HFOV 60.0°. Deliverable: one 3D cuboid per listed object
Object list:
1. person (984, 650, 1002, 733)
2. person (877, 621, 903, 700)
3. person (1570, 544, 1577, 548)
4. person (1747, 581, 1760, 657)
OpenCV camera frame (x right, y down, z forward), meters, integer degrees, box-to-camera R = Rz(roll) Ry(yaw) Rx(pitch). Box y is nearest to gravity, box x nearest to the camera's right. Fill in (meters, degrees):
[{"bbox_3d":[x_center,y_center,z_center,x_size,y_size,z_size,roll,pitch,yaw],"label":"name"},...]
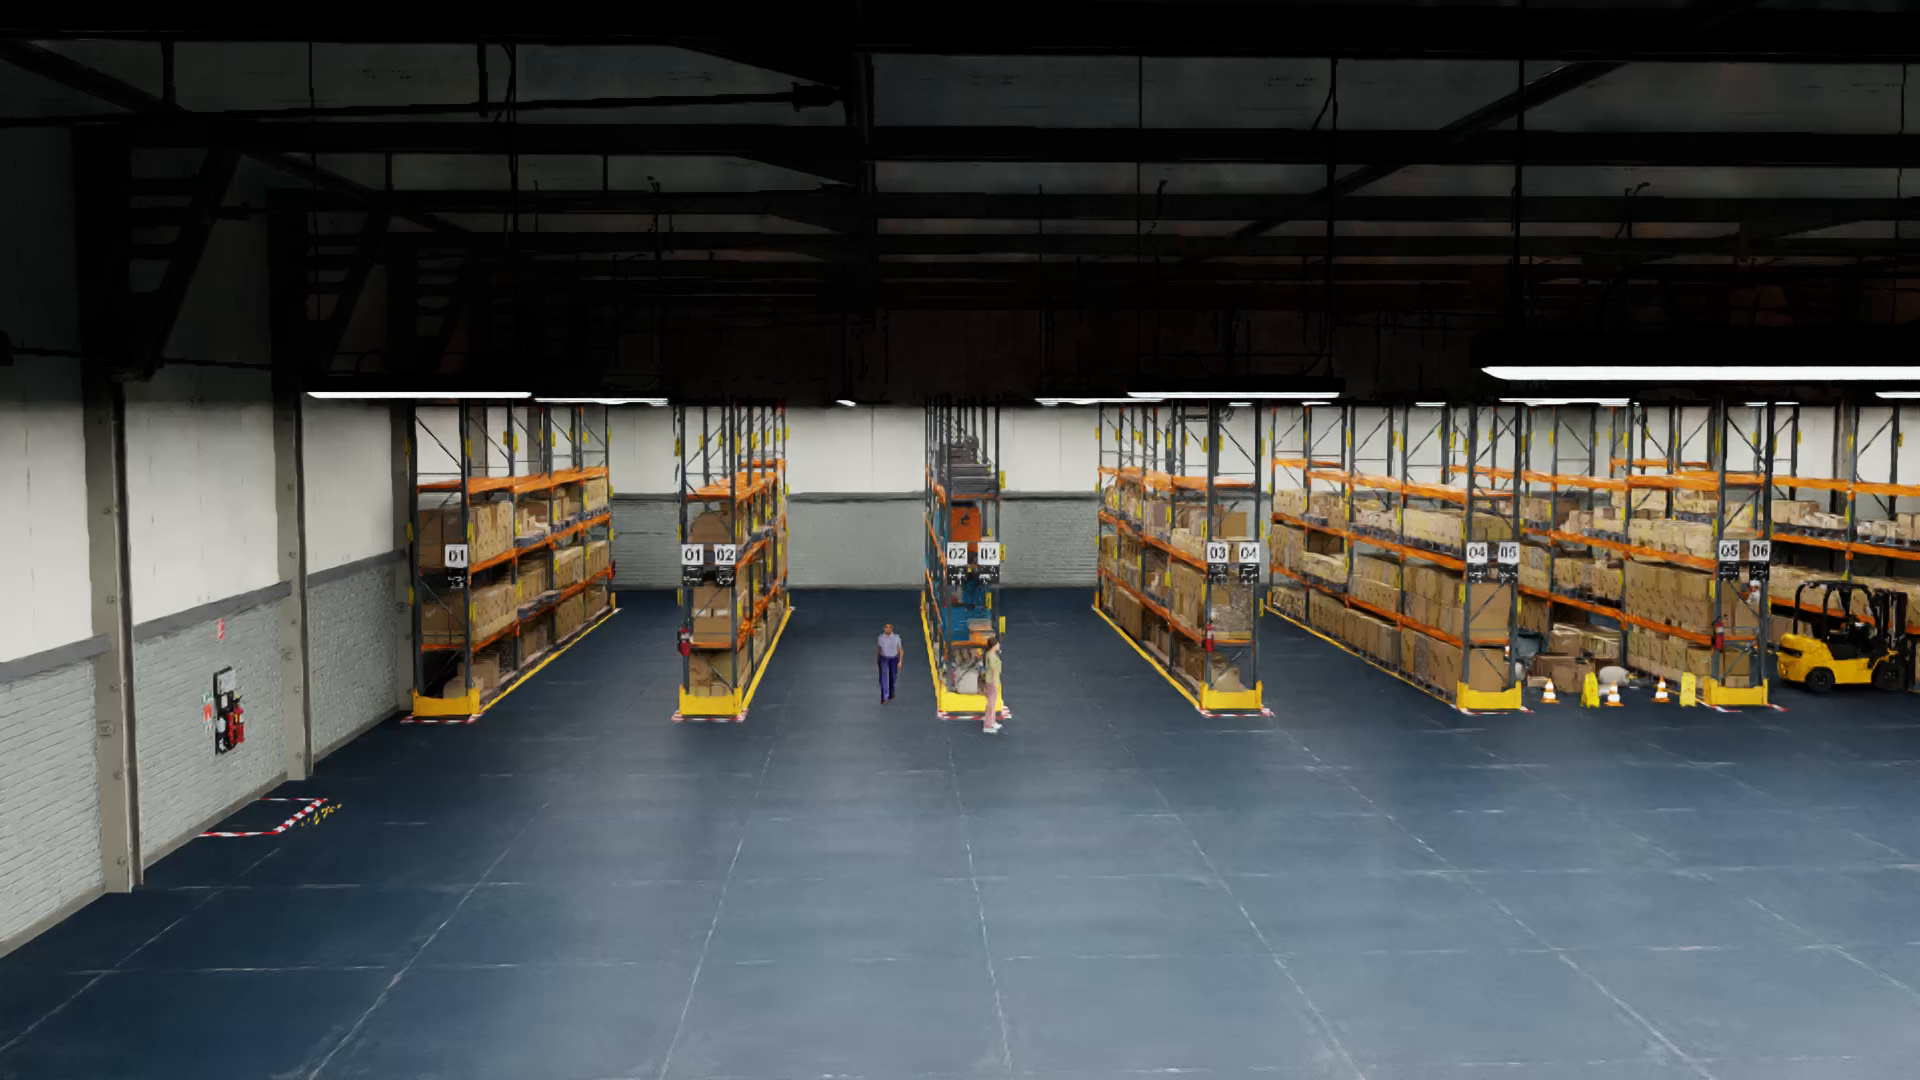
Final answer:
[{"bbox_3d":[0.597,2.668,29.432,0.372,1.429,0.542,-1,5,-8],"label":"person"},{"bbox_3d":[-1.372,2.336,32.506,0.493,1.542,0.823,0,5,-4],"label":"person"},{"bbox_3d":[18.496,0.950,49.869,0.491,1.655,0.652,-3,5,-29],"label":"person"},{"bbox_3d":[18.247,1.789,38.337,0.558,1.786,0.649,2,5,20],"label":"person"}]
